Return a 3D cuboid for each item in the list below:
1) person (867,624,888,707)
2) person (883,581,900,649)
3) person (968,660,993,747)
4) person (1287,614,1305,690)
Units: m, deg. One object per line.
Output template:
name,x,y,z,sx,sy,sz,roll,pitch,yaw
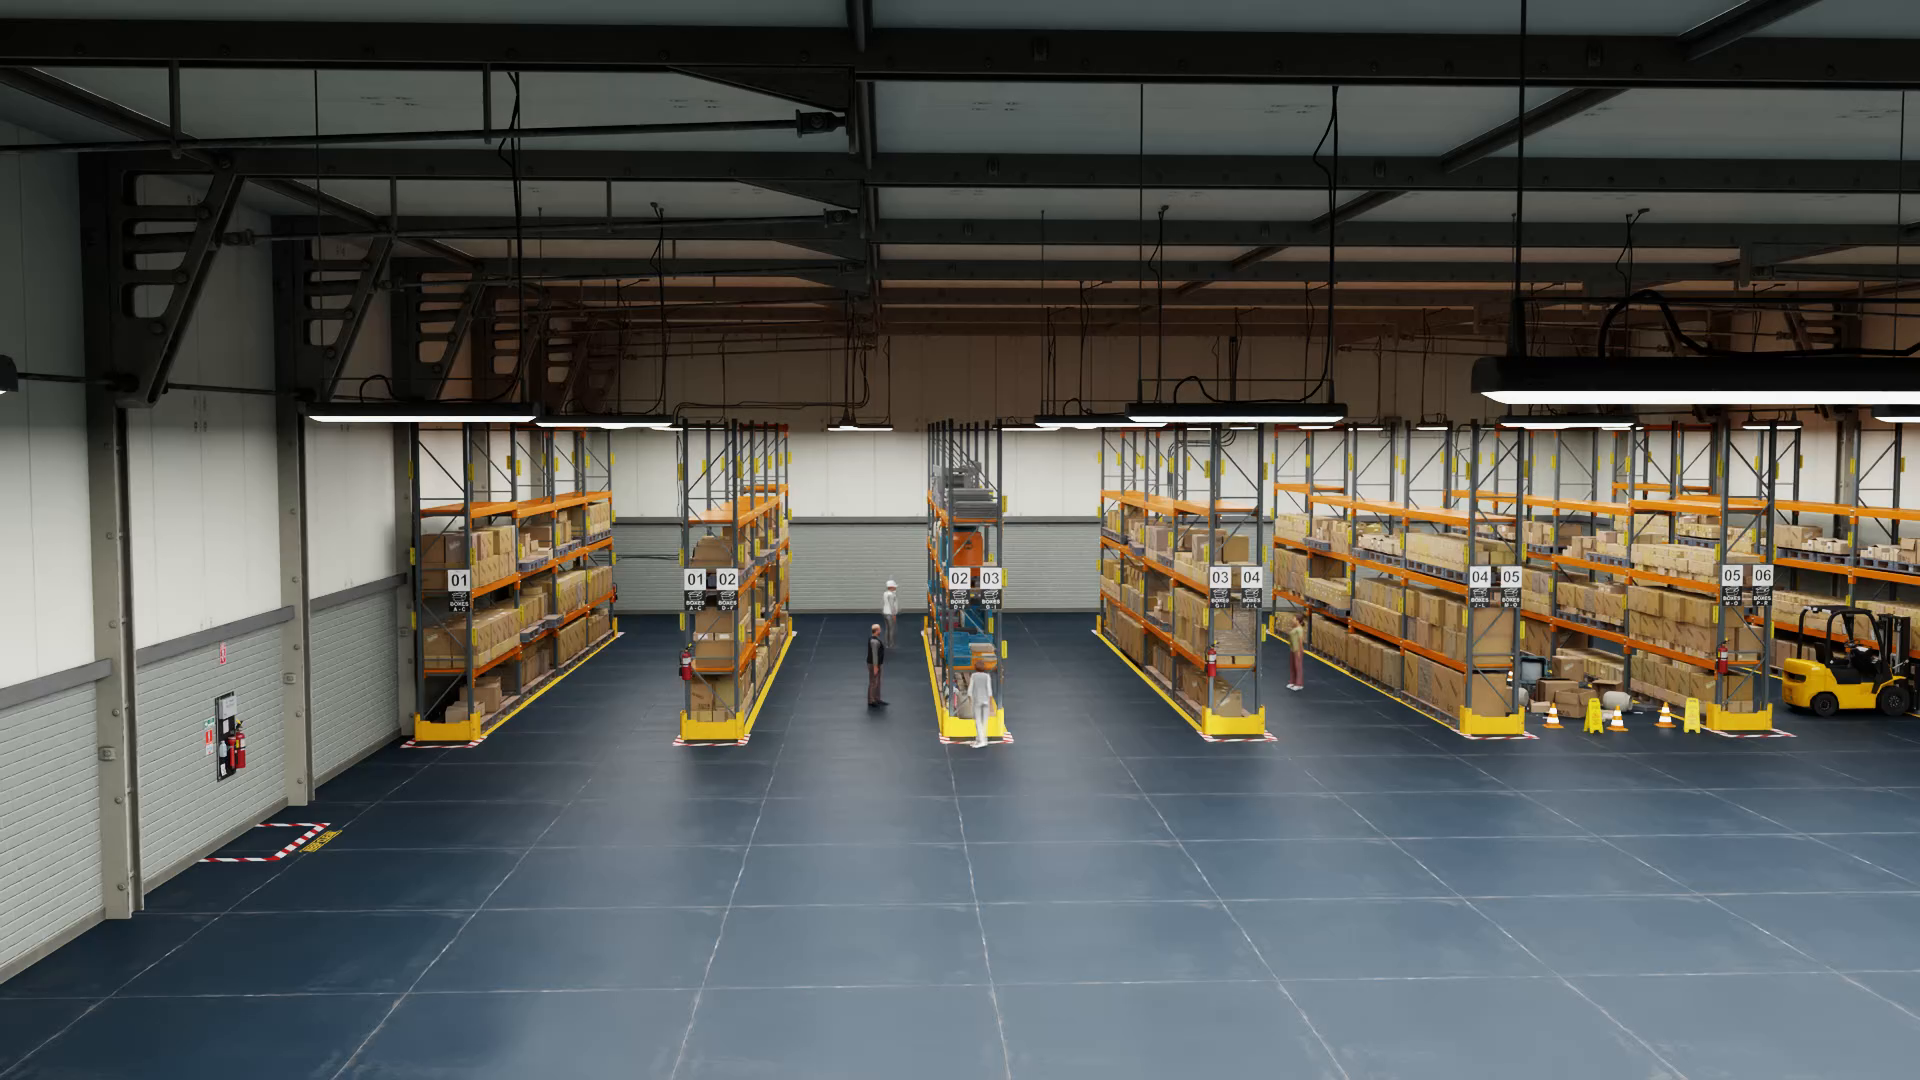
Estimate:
person,-1.741,2.624,34.862,0.448,1.731,0.557,0,4,0
person,-1.767,1.944,43.320,0.422,1.776,0.581,-1,4,-19
person,0.381,2.979,30.402,0.438,1.603,0.406,-1,4,-11
person,7.528,2.497,37.242,0.381,1.676,0.485,-1,4,-16
